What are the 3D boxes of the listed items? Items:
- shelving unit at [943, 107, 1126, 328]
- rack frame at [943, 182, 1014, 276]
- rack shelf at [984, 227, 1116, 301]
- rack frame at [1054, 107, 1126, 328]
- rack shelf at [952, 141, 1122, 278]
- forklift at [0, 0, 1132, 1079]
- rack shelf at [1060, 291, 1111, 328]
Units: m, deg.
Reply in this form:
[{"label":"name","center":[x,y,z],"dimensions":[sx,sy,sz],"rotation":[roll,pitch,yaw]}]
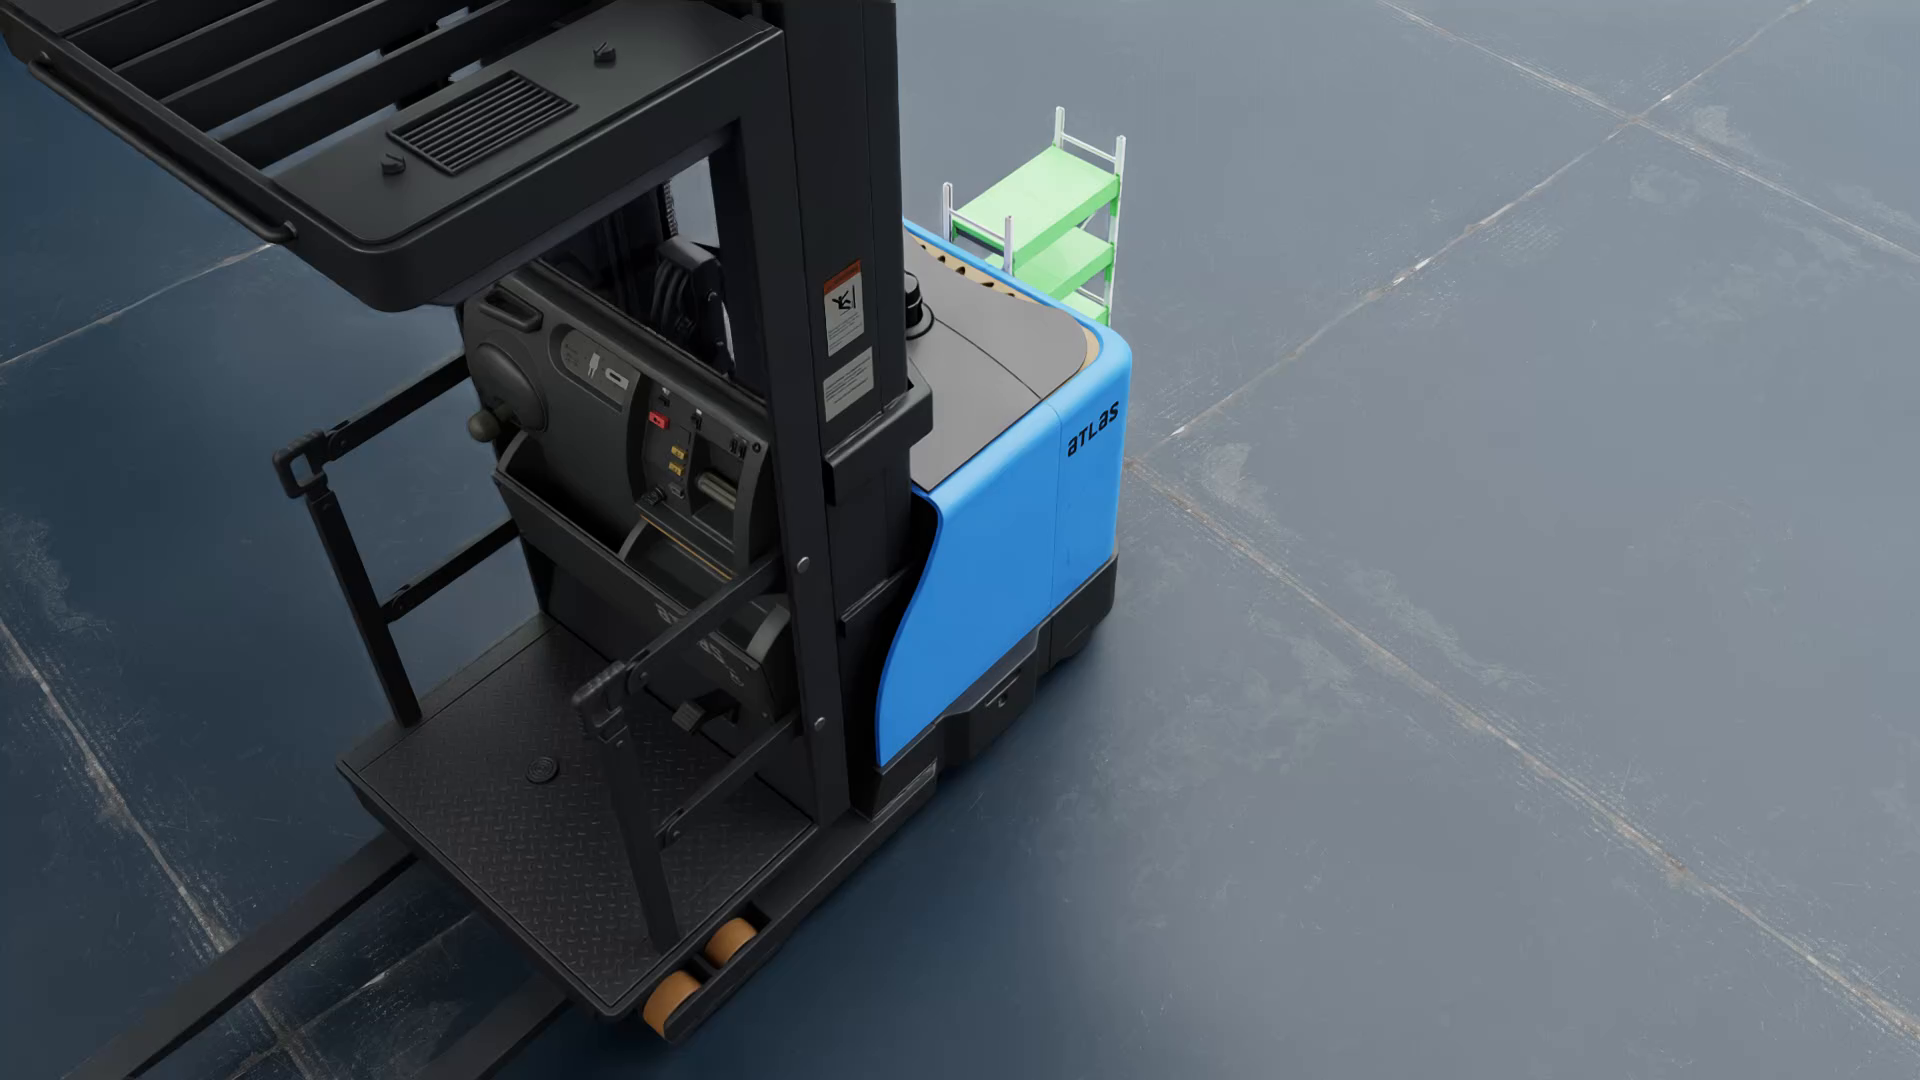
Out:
[{"label":"shelving unit","center":[0.209,-0.638,5.023],"dimensions":[0.258,1.200,0.503],"rotation":[33,55,26]},{"label":"rack frame","center":[0.049,-0.503,4.898],"dimensions":[0.240,1.200,0.015],"rotation":[33,55,26]},{"label":"rack shelf","center":[0.209,-0.758,4.893],"dimensions":[0.258,0.148,0.480],"rotation":[33,55,26]},{"label":"rack frame","center":[0.369,-0.774,5.147],"dimensions":[0.240,1.200,0.015],"rotation":[33,55,26]},{"label":"rack shelf","center":[0.209,-0.921,4.717],"dimensions":[0.258,0.148,0.480],"rotation":[33,55,26]},{"label":"forklift","center":[-0.886,-0.192,3.433],"dimensions":[1.130,2.935,3.031],"rotation":[33,55,26]},{"label":"rack shelf","center":[0.209,-0.595,5.070],"dimensions":[0.258,0.148,0.480],"rotation":[33,55,26]}]
